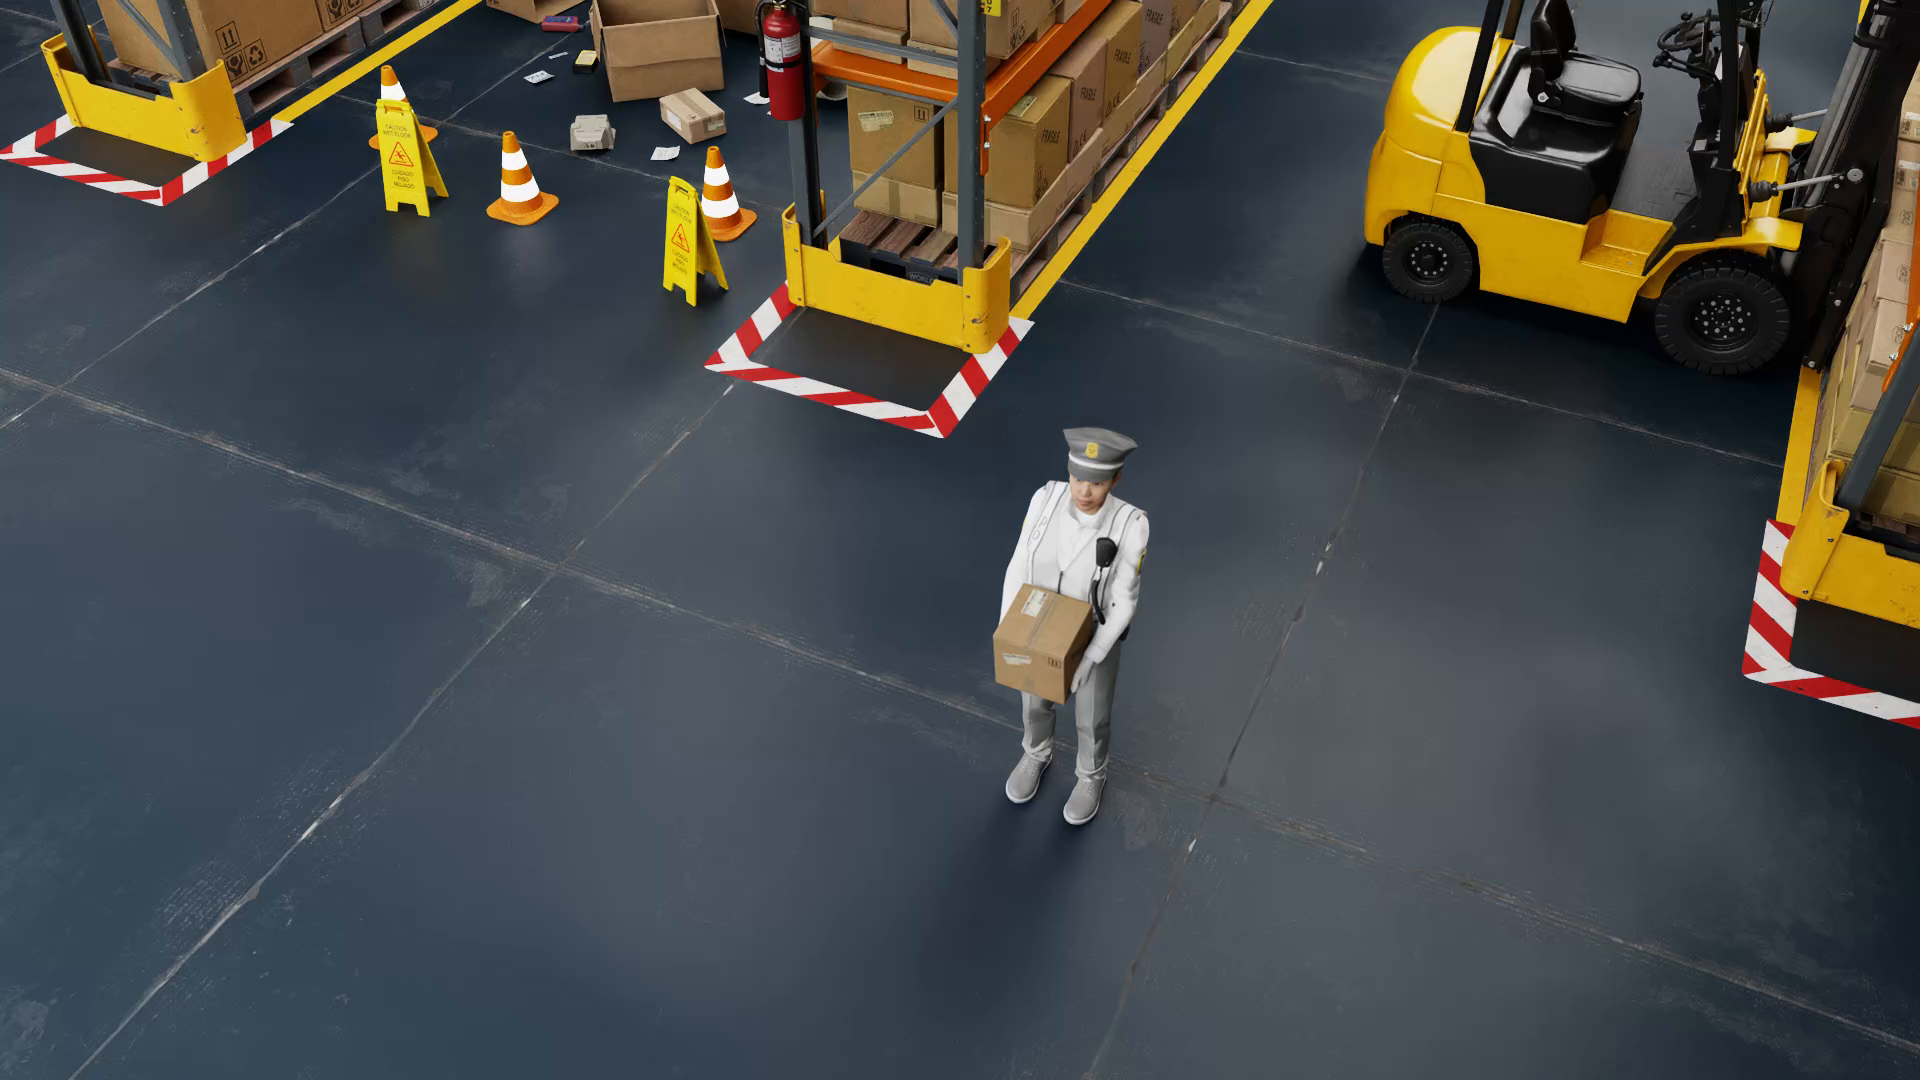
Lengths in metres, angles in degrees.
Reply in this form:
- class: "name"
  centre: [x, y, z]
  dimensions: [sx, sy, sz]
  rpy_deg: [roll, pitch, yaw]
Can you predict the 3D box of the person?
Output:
- class: "person"
  centre: [0.390, 0.316, 5.791]
  dimensions: [0.463, 1.688, 0.459]
  rpy_deg: [17, 45, 18]
